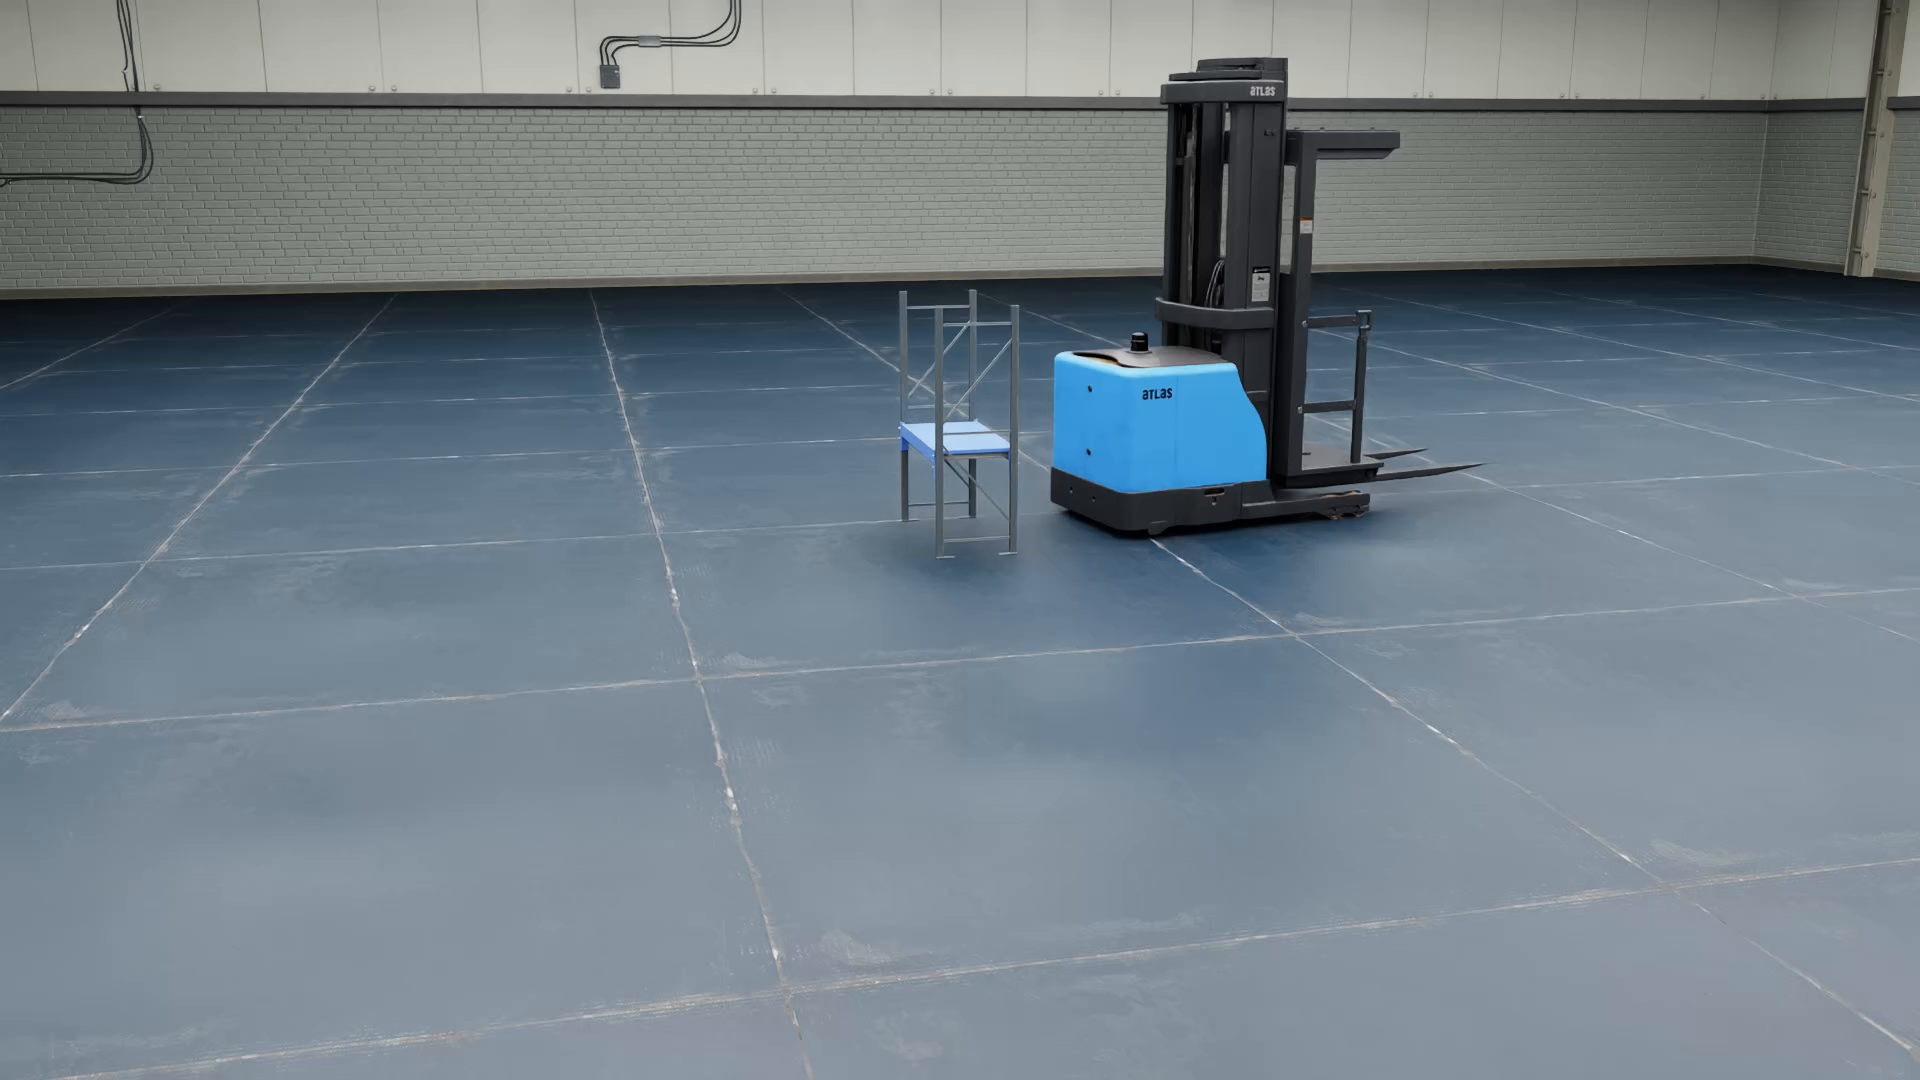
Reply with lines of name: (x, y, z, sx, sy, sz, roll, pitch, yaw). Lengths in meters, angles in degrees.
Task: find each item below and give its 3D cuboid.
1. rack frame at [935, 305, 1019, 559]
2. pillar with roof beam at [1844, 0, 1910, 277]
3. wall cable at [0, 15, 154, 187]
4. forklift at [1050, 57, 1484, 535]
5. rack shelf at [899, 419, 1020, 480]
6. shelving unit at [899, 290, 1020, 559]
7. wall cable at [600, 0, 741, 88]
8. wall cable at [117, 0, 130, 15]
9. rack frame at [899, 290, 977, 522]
rack frame: (0.099, -0.631, 9.850, 0.500, 1.500, 0.032, -3, 14, -13)
pillar with roof beam: (11.934, -8.870, 27.770, 9.100, 9.000, 0.400, -3, 14, -13)
wall cable: (-13.907, -6.599, 25.018, 3.097, 2.526, 0.112, -3, 14, -13)
forklift: (2.169, -1.666, 11.071, 3.031, 2.935, 1.130, -6, 15, -24)
rack shelf: (-0.020, -0.574, 10.372, 0.538, 0.185, 1.000, -3, 14, -13)
shelving unit: (-0.020, -0.748, 10.330, 0.538, 1.500, 1.048, -3, 14, -13)
wall cable: (-4.675, -10.285, 26.397, 2.305, 6.003, 0.169, -3, 14, -13)
wall cable: (-11.277, -9.203, 25.036, 3.097, 2.526, 0.112, -3, 14, -13)
rack frame: (-0.139, -0.866, 10.810, 0.500, 1.500, 0.032, -3, 14, -13)
